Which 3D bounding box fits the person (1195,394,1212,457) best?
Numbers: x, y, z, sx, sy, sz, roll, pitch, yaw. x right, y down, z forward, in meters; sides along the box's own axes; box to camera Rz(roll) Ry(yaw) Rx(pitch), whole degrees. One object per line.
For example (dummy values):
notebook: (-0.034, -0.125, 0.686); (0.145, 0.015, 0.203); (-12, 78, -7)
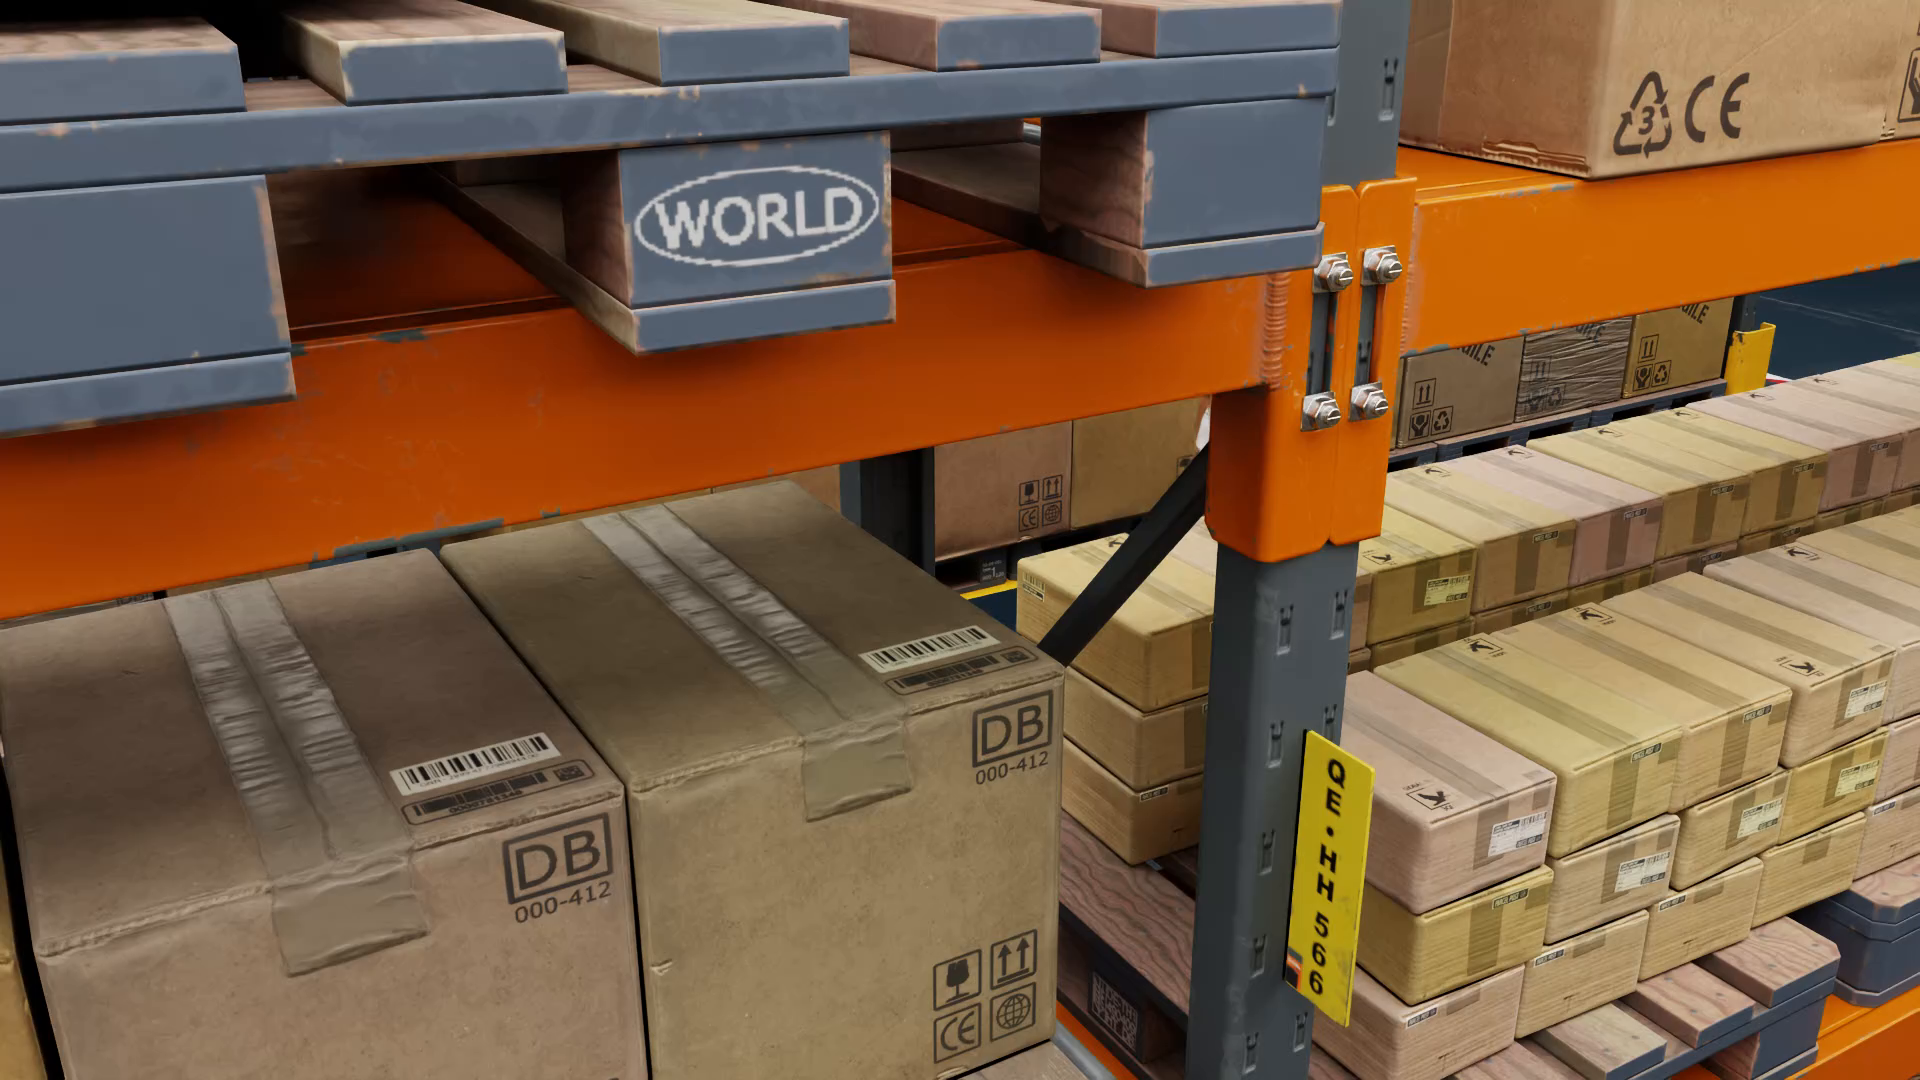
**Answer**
person: (1.201, -0.330, 6.840); (0.458, 1.664, 0.514); (-12, 25, -28)
